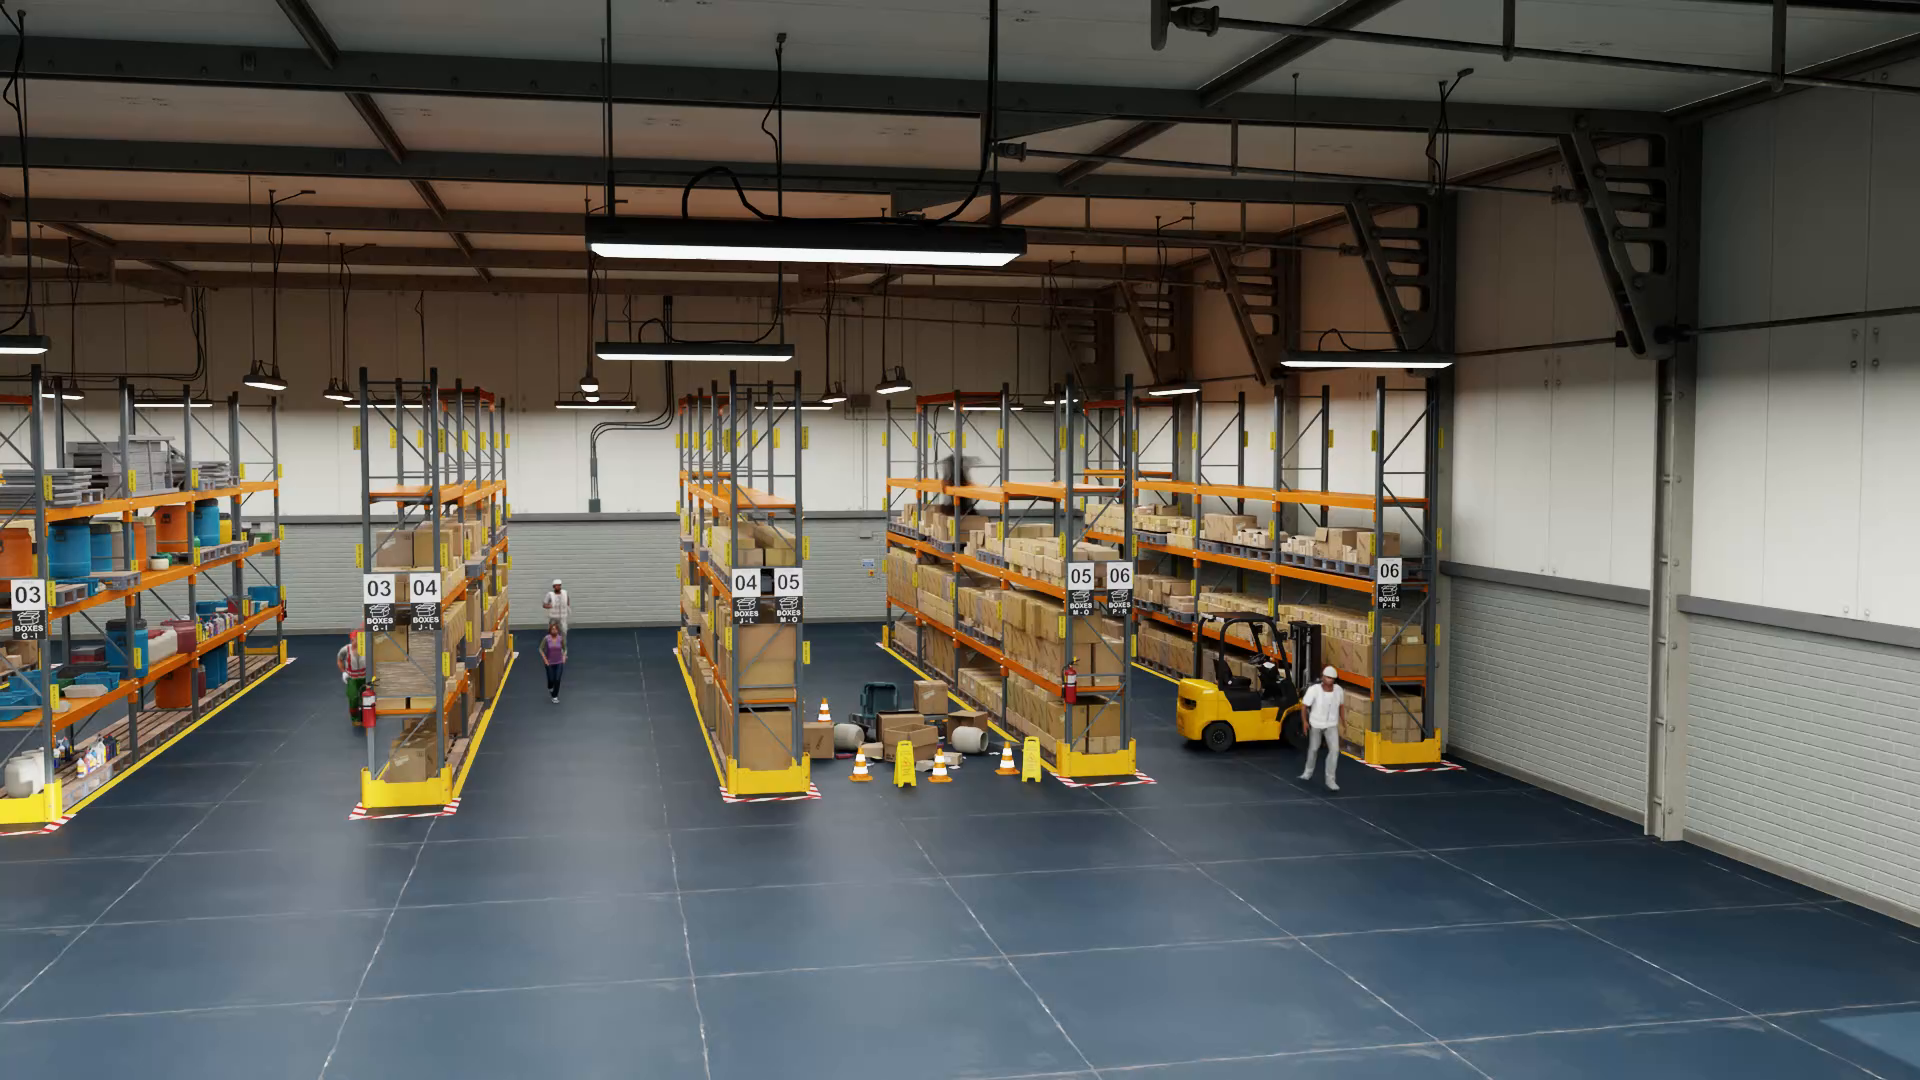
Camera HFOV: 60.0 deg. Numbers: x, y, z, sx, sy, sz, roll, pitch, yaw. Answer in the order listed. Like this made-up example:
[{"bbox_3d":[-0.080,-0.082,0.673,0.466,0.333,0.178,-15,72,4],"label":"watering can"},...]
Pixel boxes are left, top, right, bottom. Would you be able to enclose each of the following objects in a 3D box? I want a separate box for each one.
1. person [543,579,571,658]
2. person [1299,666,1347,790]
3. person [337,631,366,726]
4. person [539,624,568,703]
[{"bbox_3d":[-9.291,1.789,38.354,0.685,1.785,0.968,-2,4,-27],"label":"person"},{"bbox_3d":[5.249,2.670,23.990,0.718,1.726,0.902,0,3,-8],"label":"person"},{"bbox_3d":[-10.611,2.416,29.288,0.673,1.699,0.892,-2,4,-35],"label":"person"},{"bbox_3d":[-7.783,2.352,31.830,0.539,1.526,0.581,-1,4,-19],"label":"person"}]
